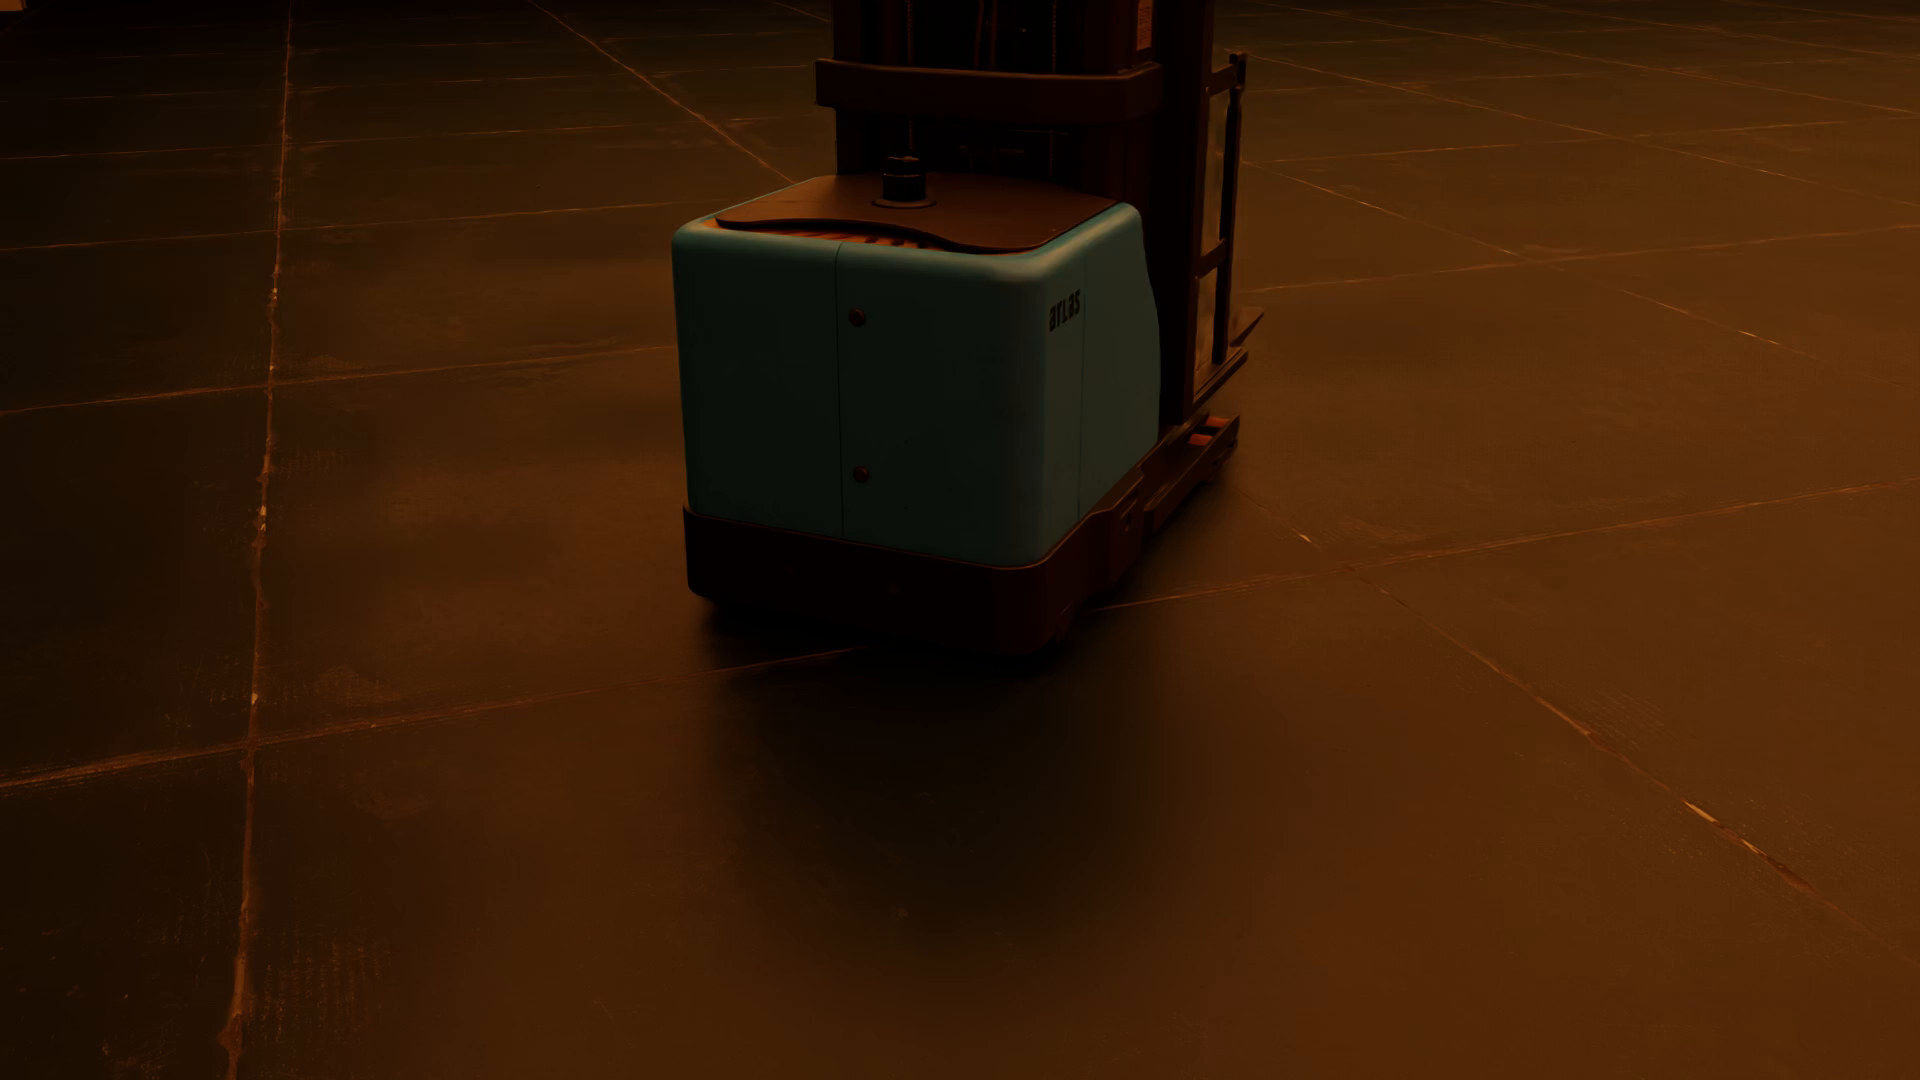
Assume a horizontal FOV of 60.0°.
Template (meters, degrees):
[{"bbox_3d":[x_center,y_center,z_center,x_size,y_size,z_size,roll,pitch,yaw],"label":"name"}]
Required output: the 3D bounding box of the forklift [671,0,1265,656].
[{"bbox_3d":[0.309,-1.598,5.097,1.130,2.935,3.031,10,25,22],"label":"forklift"}]
